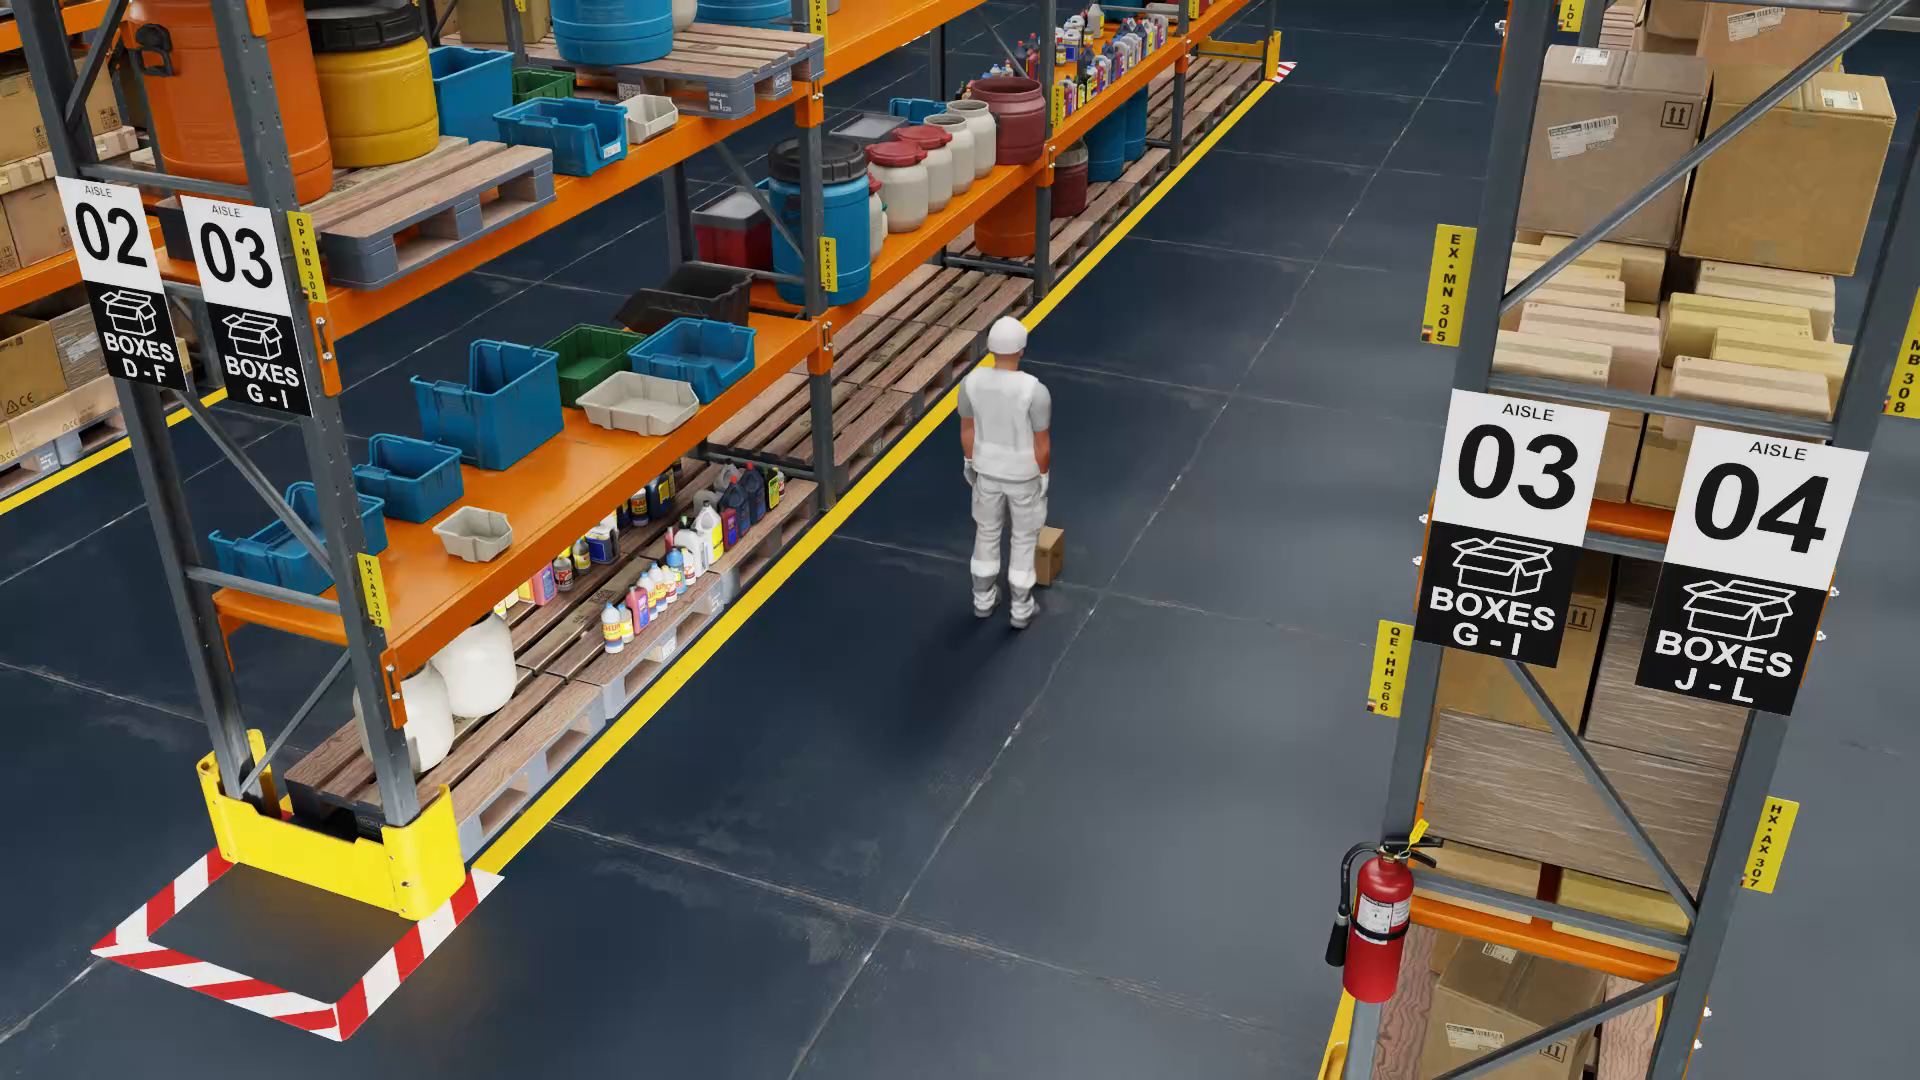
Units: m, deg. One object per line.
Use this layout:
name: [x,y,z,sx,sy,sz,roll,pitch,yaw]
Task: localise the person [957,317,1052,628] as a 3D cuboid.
person: [0.253,-0.365,9.049,0.524,1.813,0.336,12,32,21]
